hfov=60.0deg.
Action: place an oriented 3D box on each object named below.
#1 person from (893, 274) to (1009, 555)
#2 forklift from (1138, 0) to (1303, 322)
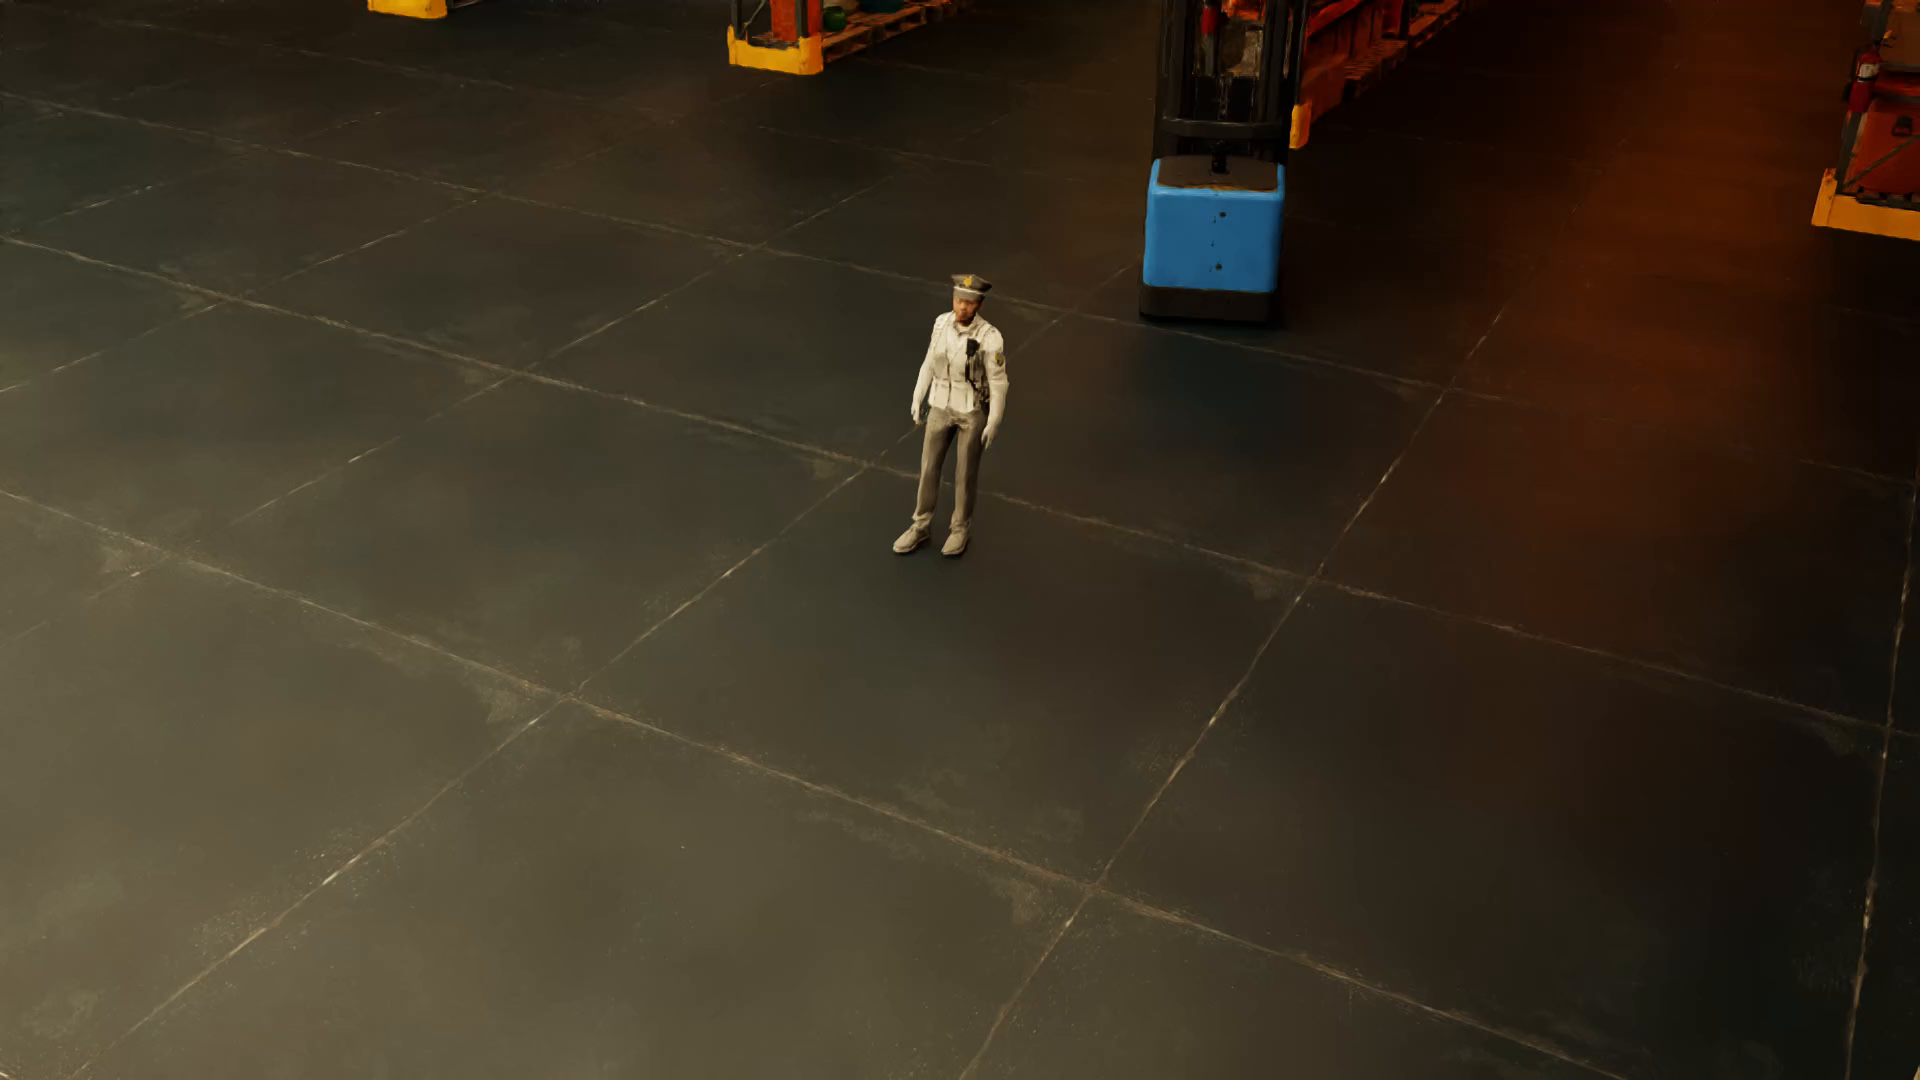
[{"bbox_3d":[-0.039,-0.712,9.527,0.586,1.695,0.532,15,33,25],"label":"person"},{"bbox_3d":[2.137,-3.661,13.414,1.130,2.935,3.031,4,30,8],"label":"forklift"}]
